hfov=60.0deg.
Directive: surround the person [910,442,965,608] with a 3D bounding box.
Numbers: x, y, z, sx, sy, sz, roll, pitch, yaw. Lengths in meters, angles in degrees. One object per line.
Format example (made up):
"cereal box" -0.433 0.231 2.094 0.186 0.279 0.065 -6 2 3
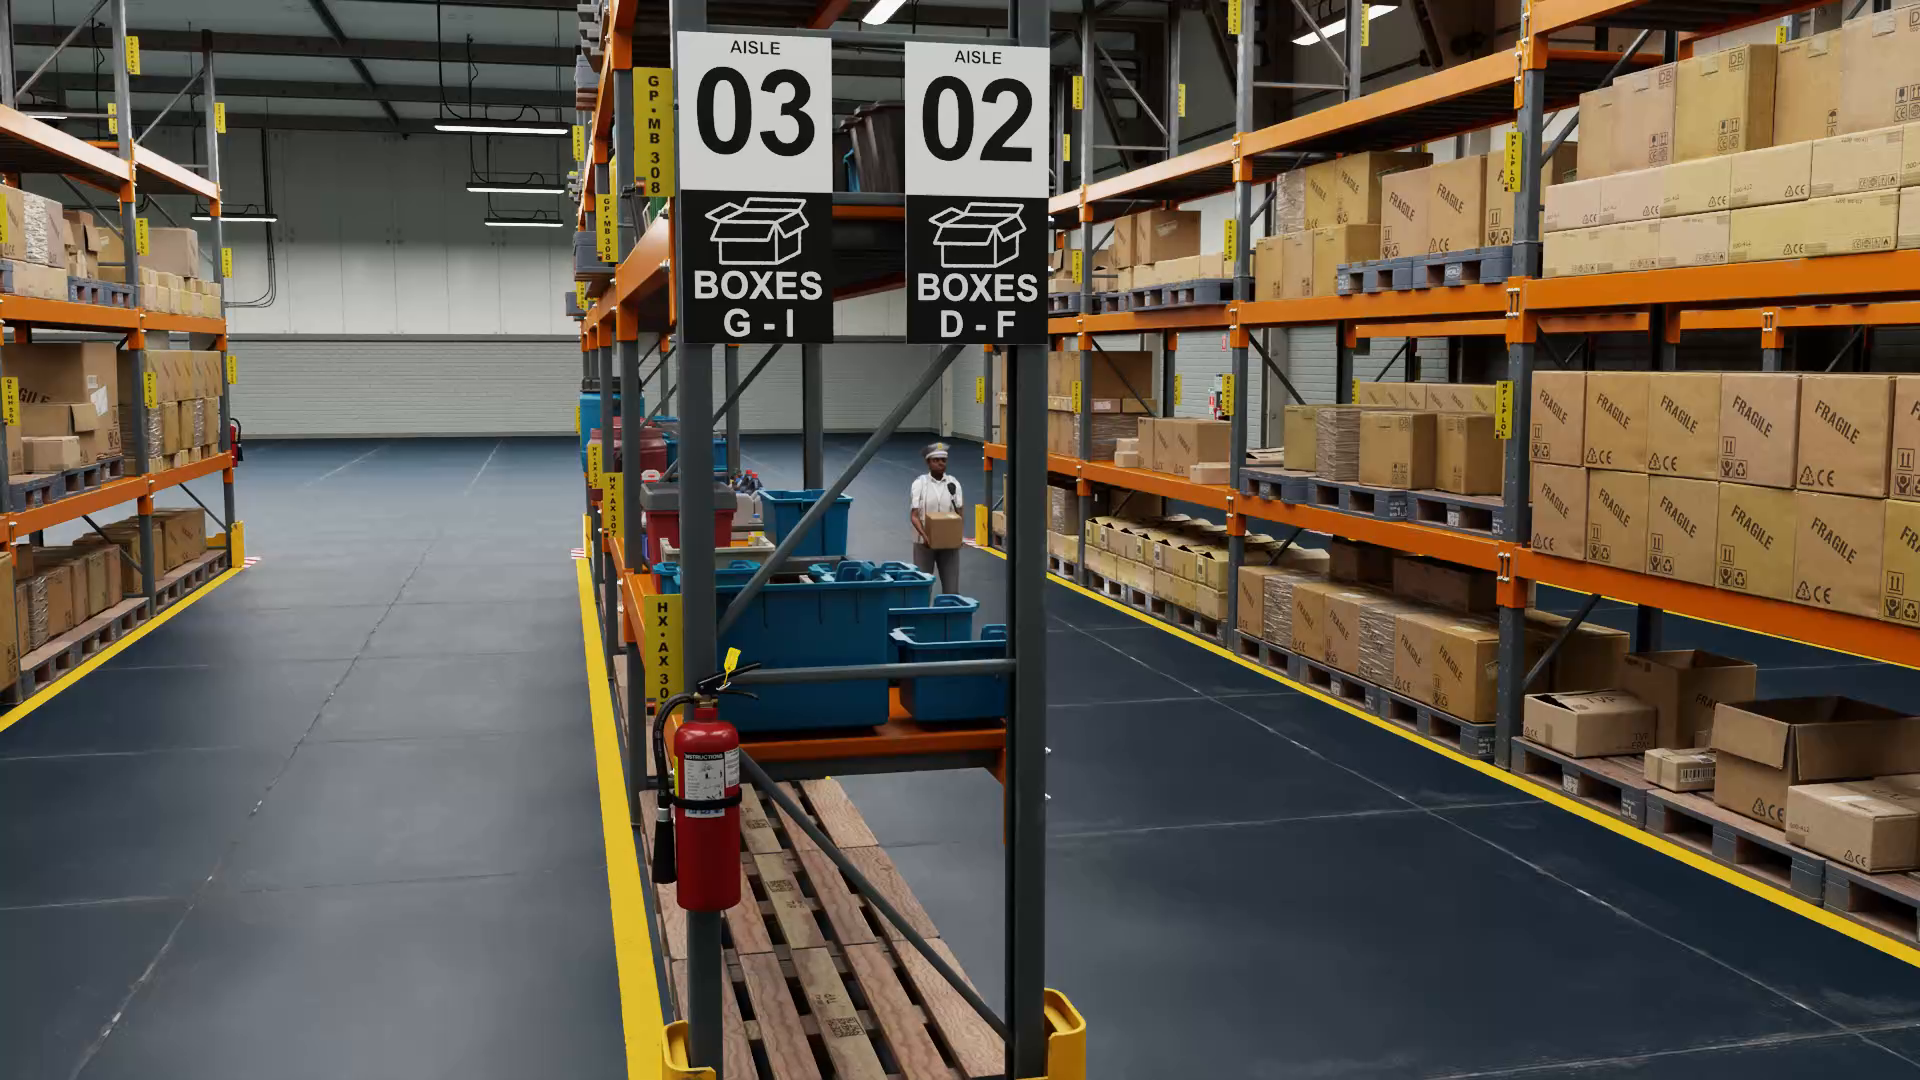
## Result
"person" -0.175 0.050 13.579 0.455 1.691 0.525 -2 6 -14
